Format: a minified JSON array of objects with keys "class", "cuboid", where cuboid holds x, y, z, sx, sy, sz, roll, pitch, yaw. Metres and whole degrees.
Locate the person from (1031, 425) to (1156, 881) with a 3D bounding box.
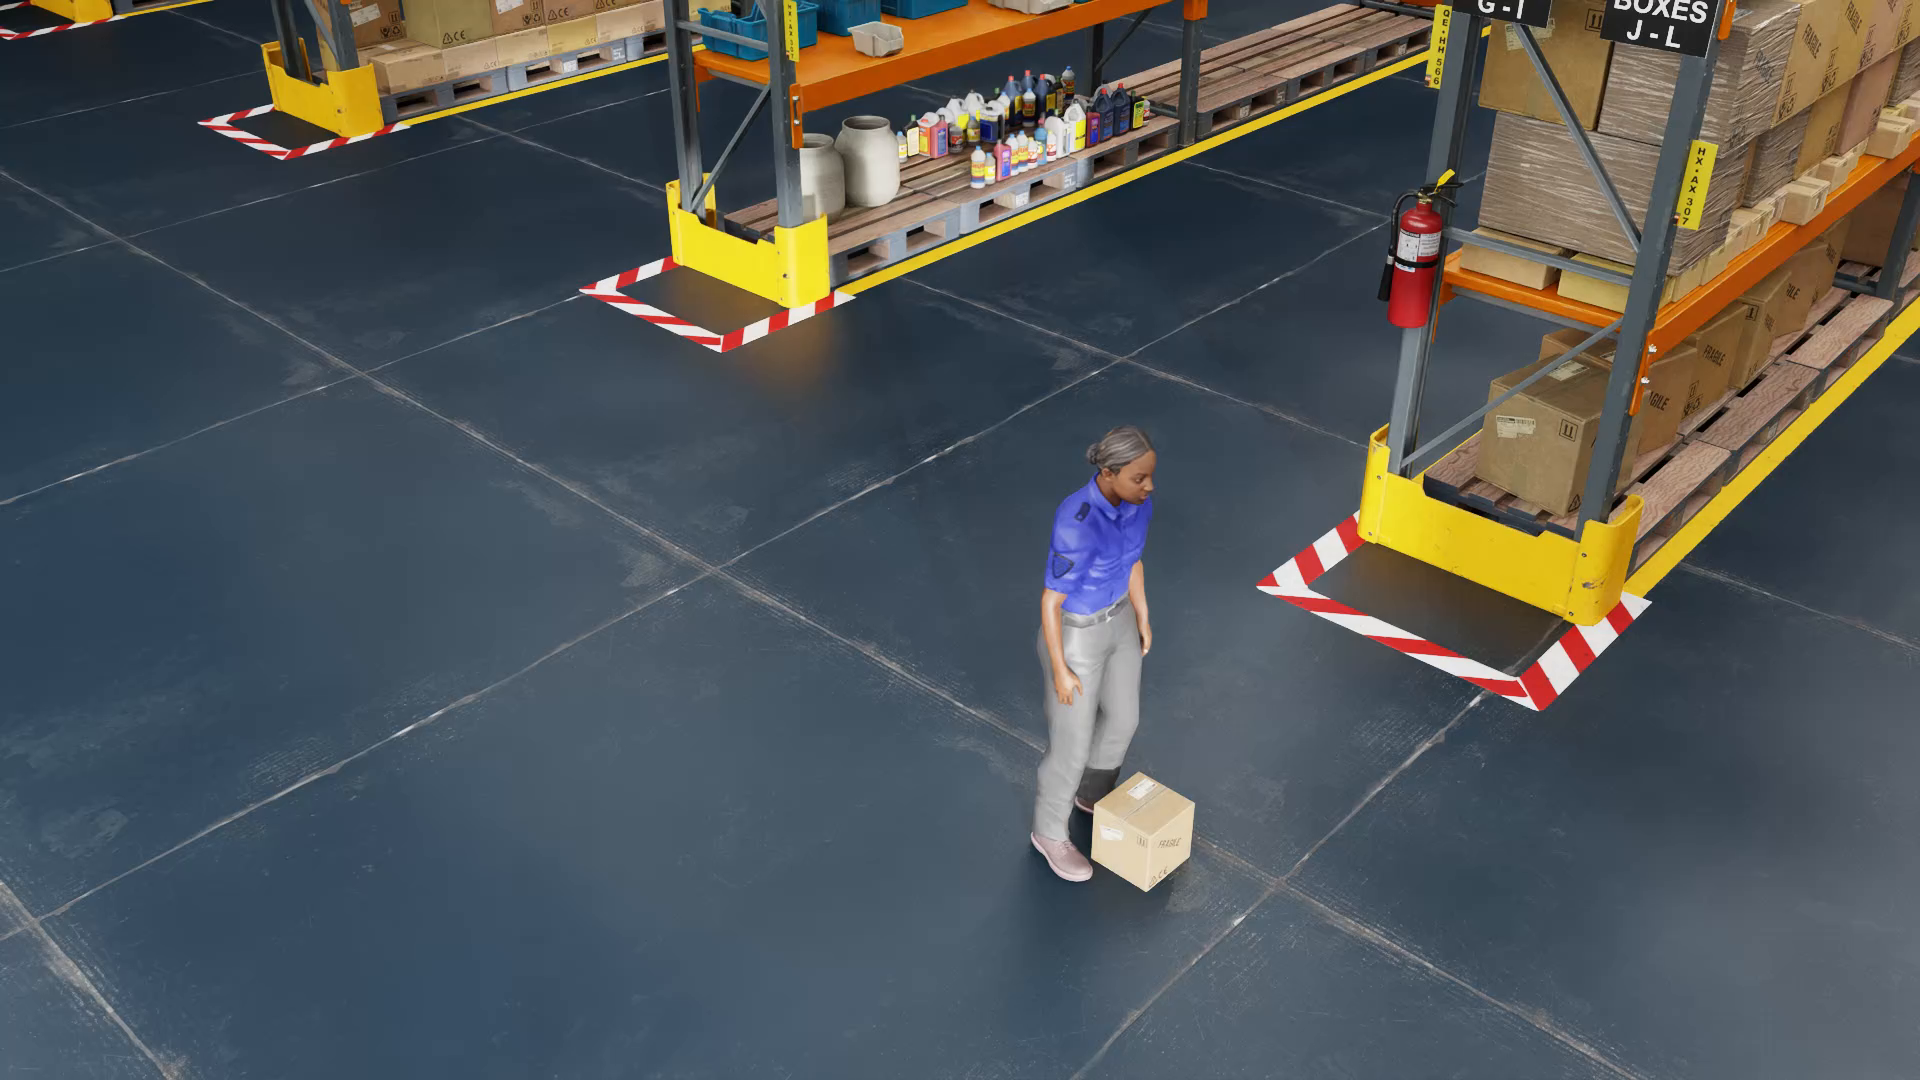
[{"class":"person","cuboid":[0.456,0.344,5.577,0.346,1.655,0.506,26,40,35]}]
